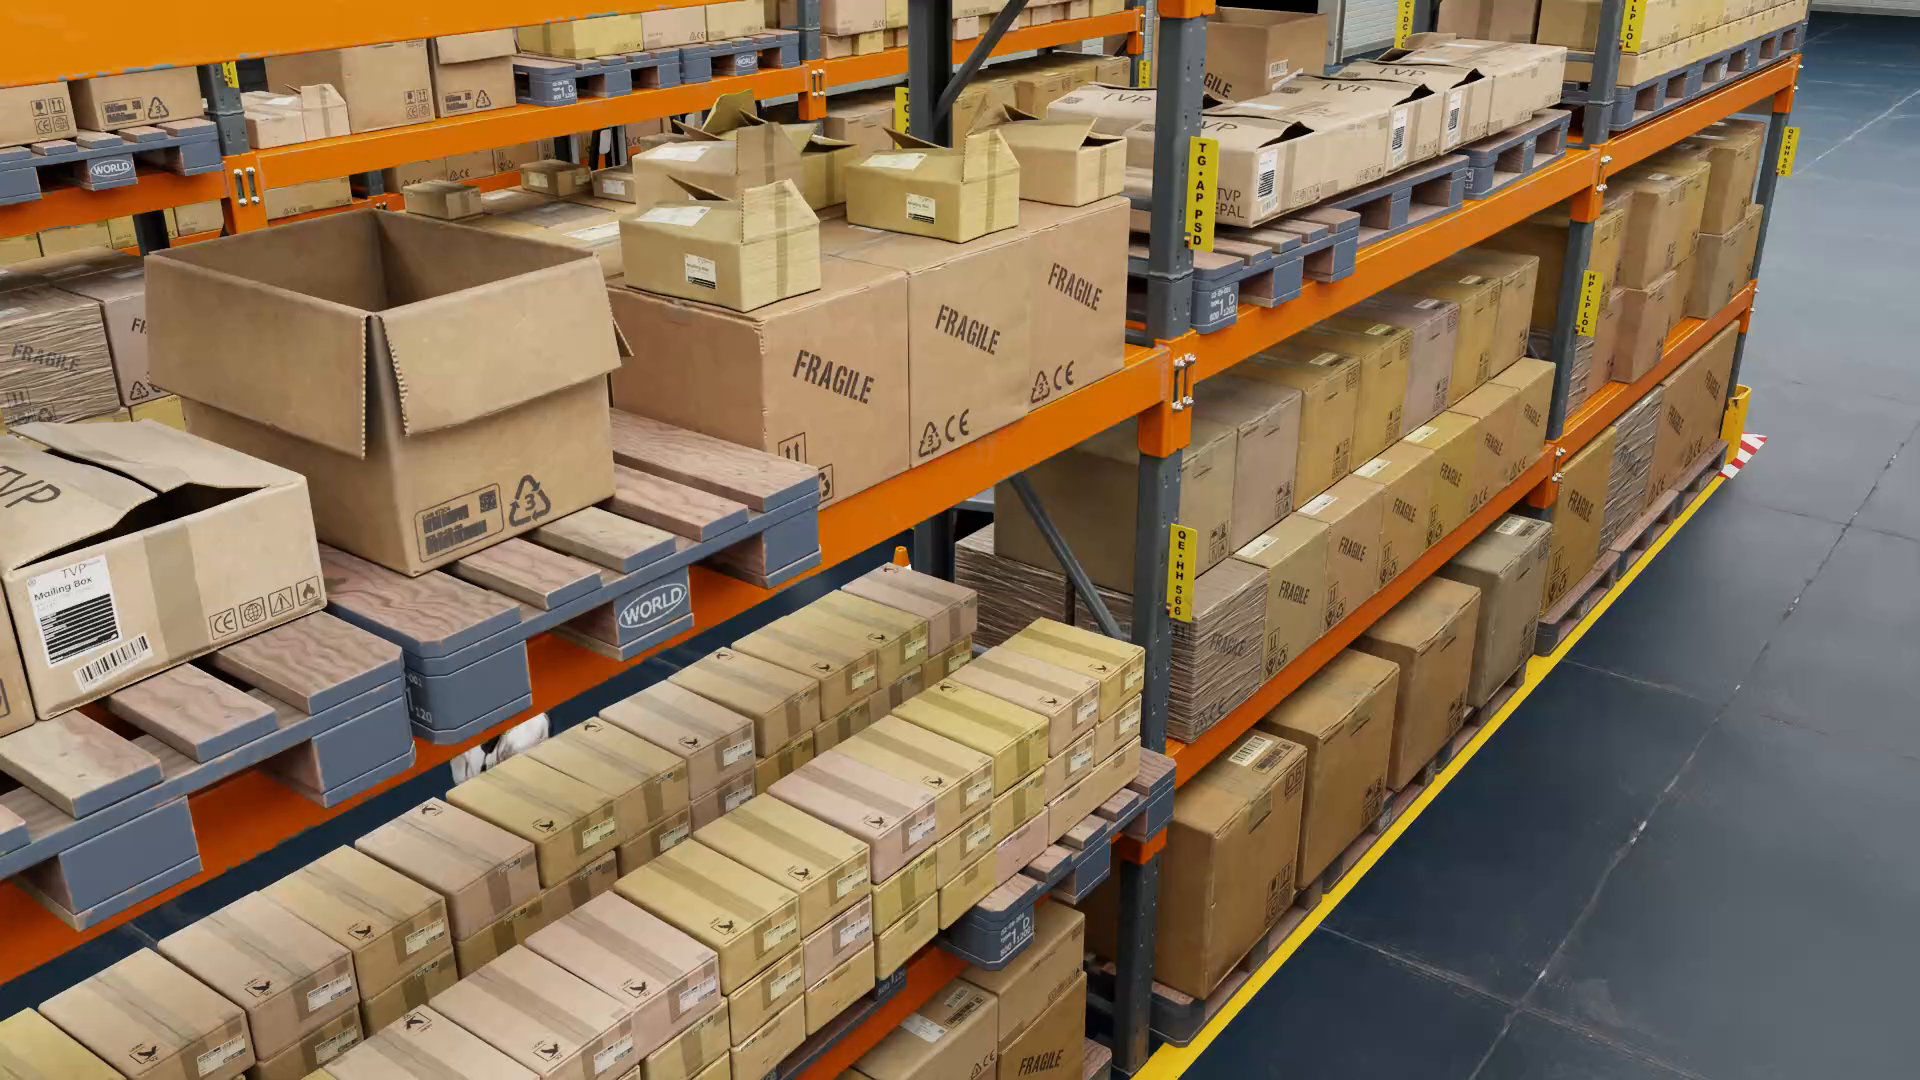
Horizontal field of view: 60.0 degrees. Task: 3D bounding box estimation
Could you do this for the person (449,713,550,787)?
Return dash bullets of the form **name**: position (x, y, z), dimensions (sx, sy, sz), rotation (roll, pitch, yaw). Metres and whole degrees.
- **person**: position (-1.624, 1.047, 6.127), dimensions (0.488, 1.663, 0.705), rotation (18, 29, 34)
